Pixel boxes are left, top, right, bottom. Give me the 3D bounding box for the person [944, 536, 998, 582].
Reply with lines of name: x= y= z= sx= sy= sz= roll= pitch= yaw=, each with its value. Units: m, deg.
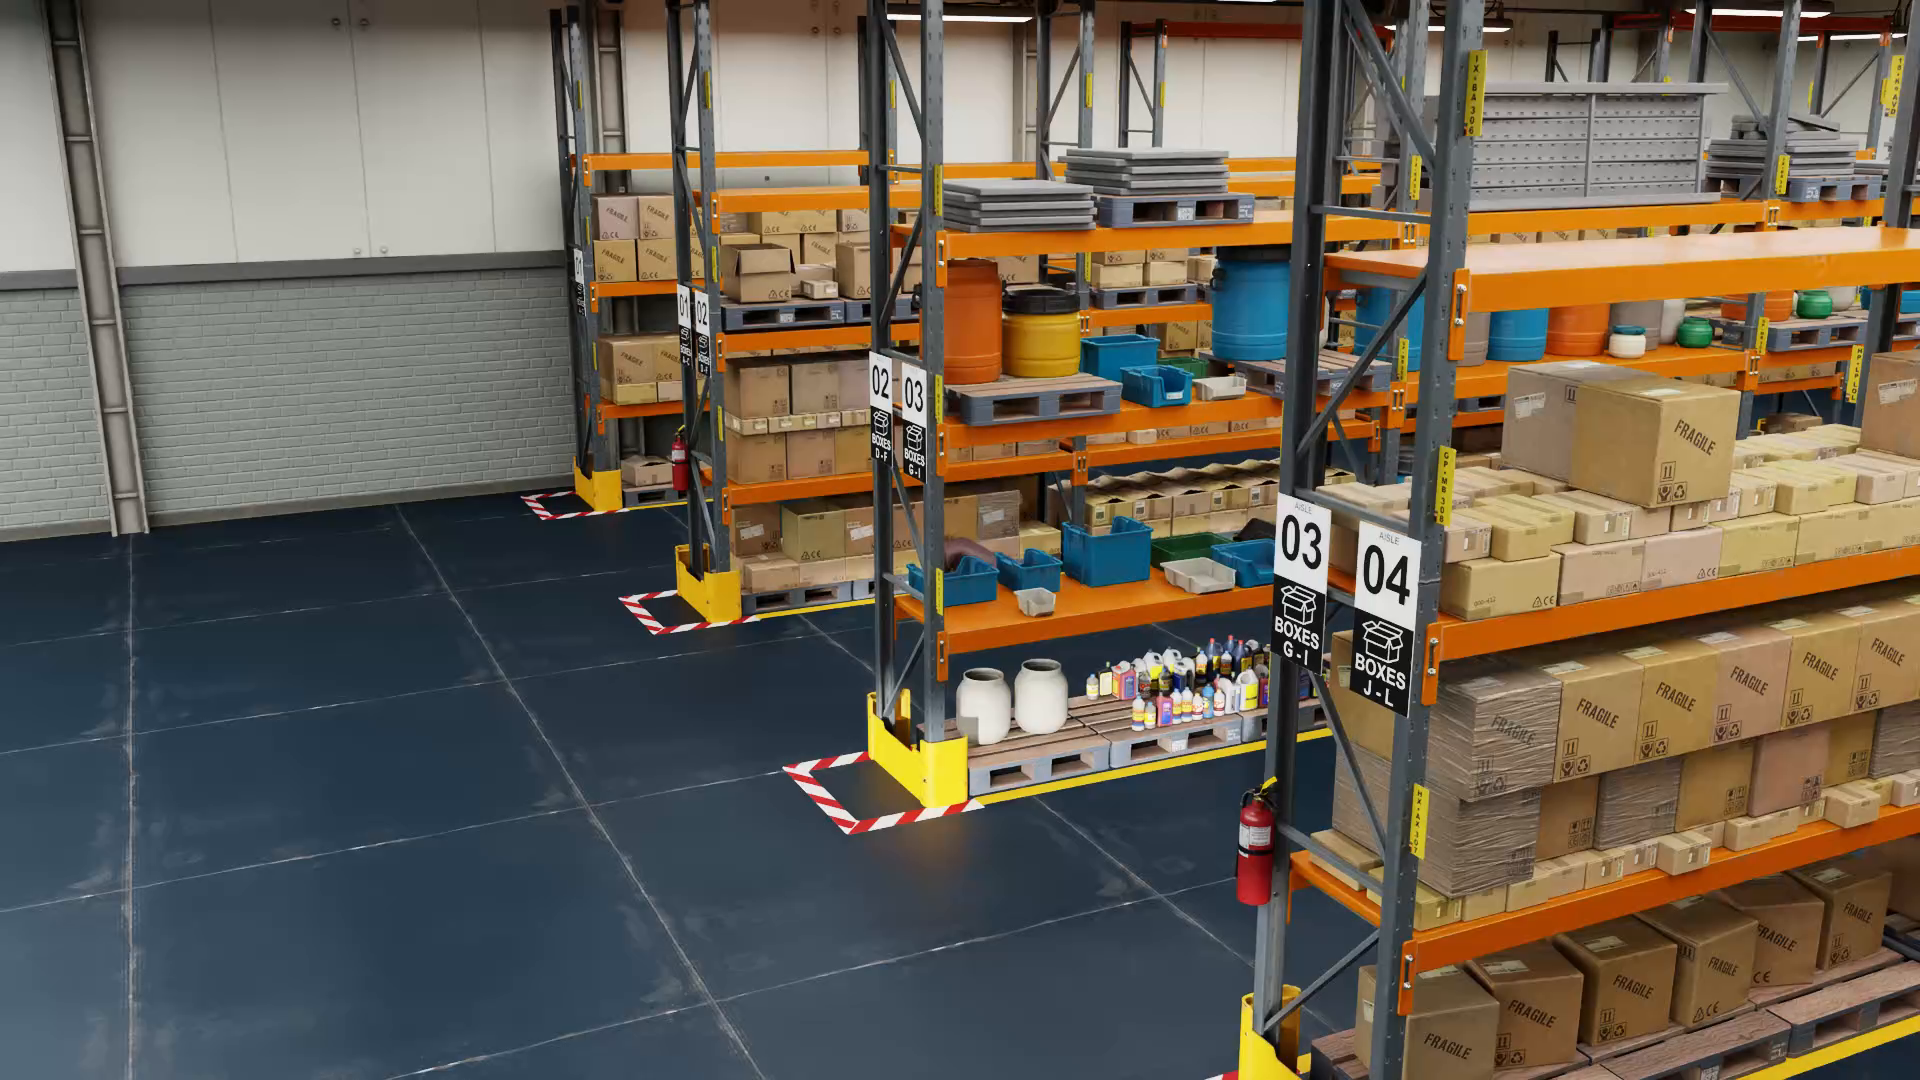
person: x=0.029 y=0.399 z=16.227 sx=0.939 sy=0.844 sz=0.593 roll=9 pitch=18 yaw=31
